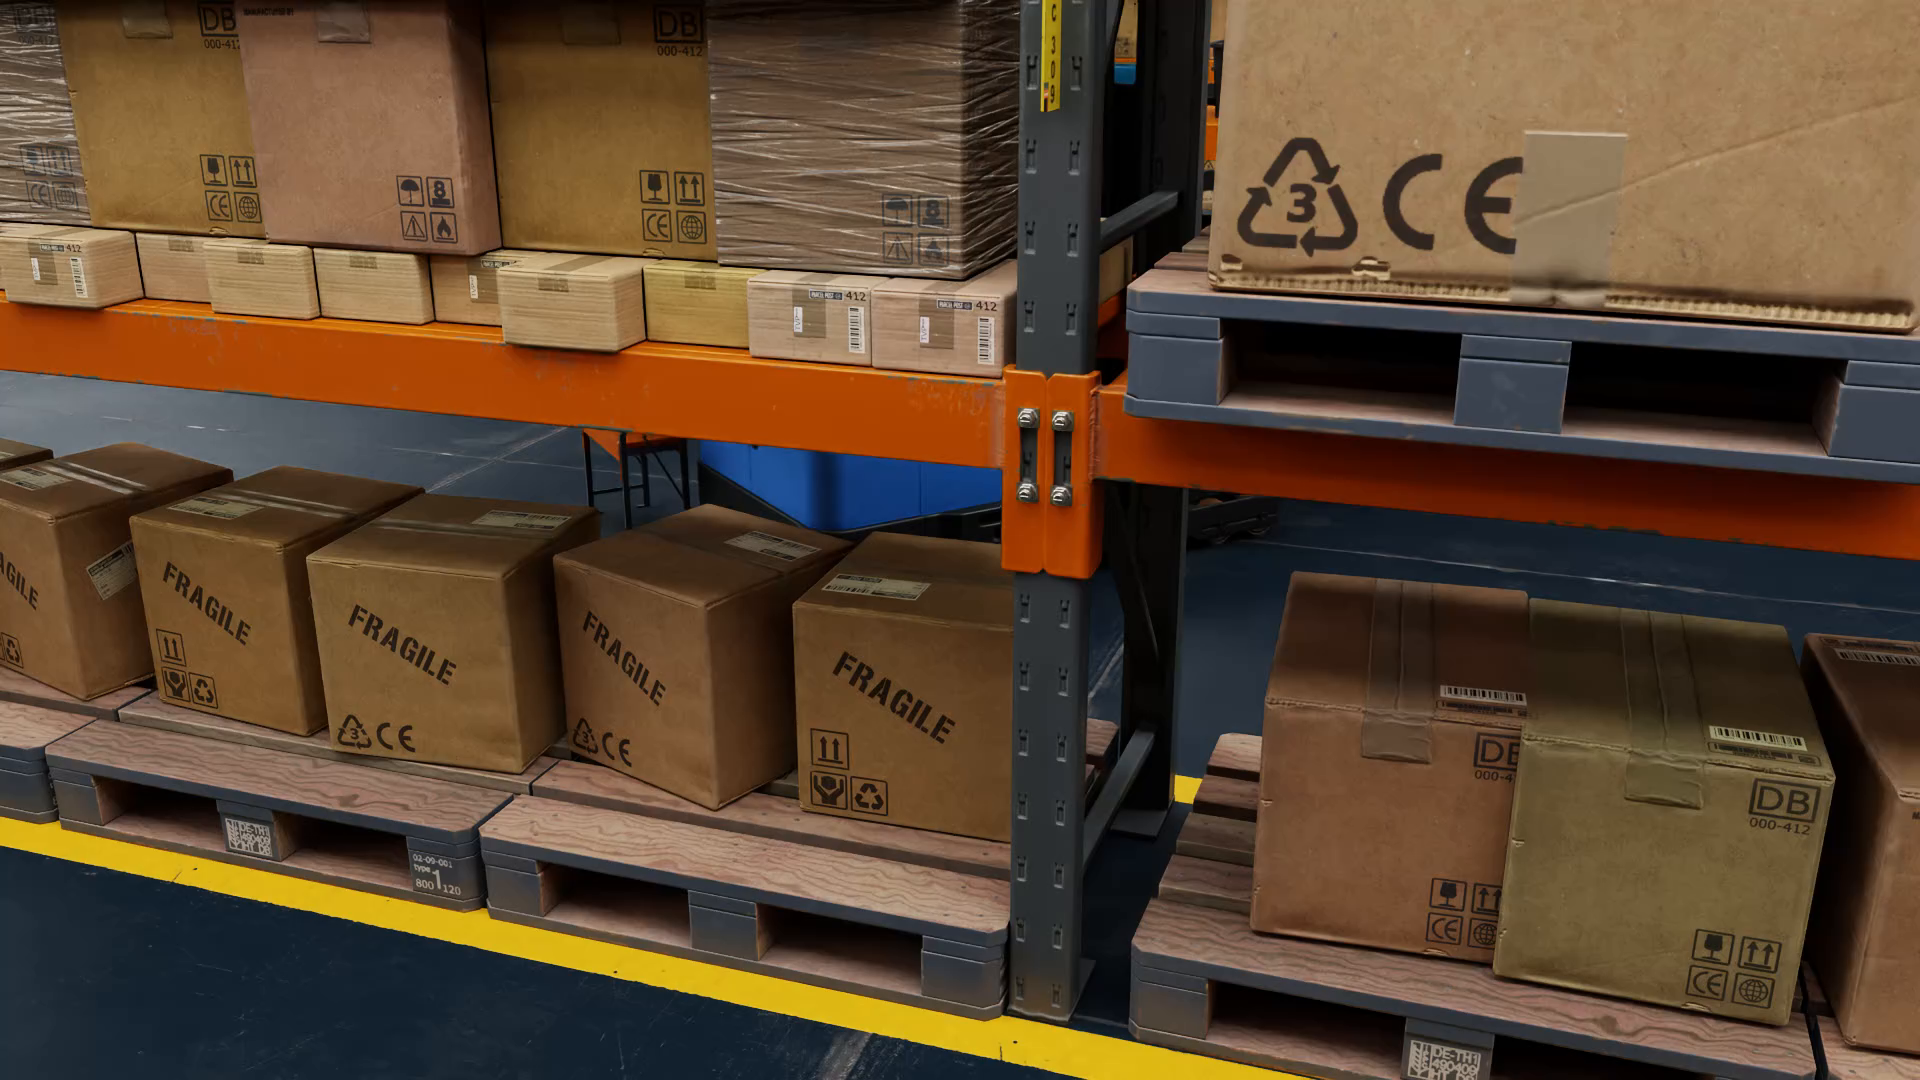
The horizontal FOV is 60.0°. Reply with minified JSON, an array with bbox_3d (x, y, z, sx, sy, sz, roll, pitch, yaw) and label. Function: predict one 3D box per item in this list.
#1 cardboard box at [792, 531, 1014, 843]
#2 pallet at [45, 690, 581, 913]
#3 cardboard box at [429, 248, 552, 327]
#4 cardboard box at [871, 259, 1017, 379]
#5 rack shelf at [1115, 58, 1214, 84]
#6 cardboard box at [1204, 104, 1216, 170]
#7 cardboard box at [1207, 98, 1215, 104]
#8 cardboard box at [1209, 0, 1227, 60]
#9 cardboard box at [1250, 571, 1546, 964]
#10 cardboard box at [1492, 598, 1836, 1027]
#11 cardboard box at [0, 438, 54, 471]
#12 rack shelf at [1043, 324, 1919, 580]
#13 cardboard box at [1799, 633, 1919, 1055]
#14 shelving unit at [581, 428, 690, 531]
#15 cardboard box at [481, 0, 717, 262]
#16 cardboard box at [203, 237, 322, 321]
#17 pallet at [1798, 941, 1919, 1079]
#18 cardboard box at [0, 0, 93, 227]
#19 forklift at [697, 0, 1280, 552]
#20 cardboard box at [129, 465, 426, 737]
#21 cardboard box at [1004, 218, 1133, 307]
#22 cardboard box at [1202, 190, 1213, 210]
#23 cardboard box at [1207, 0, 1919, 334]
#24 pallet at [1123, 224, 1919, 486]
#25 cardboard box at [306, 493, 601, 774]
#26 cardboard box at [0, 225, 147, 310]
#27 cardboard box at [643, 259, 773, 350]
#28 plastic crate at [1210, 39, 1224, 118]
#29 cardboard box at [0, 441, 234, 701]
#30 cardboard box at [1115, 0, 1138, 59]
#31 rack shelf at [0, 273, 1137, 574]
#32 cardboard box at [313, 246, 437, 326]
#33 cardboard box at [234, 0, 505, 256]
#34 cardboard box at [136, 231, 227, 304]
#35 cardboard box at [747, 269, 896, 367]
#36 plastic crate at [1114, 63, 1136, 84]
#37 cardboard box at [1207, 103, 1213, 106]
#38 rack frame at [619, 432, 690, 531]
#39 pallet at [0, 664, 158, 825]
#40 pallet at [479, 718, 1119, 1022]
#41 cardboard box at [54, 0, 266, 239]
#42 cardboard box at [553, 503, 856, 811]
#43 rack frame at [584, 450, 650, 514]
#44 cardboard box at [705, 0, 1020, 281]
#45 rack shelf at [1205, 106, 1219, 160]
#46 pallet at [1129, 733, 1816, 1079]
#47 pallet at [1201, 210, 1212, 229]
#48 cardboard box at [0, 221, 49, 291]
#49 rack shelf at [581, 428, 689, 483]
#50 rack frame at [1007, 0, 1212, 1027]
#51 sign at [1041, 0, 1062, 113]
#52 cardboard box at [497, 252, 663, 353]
[{"bbox_3d":[-0.046,0.315,3.775,0.500,0.500,0.500,6,20,16],"label":"cardboard box"},{"bbox_3d":[-1.484,0.513,4.285,1.213,0.211,1.003,7,20,18],"label":"pallet"},{"bbox_3d":[-0.896,-0.560,3.509,0.250,0.149,0.380,7,20,18],"label":"cardboard box"},{"bbox_3d":[0.019,-0.424,3.118,0.250,0.149,0.380,7,20,18],"label":"cardboard box"},{"bbox_3d":[1.683,-3.567,12.846,4.000,0.370,1.077,7,20,18],"label":"rack shelf"},{"bbox_3d":[2.121,-3.038,12.633,0.500,0.500,0.500,7,20,18],"label":"cardboard box"},{"bbox_3d":[1.820,-3.254,13.254,0.500,0.500,0.500,7,20,18],"label":"cardboard box"},{"bbox_3d":[2.179,-3.895,12.540,0.500,0.500,0.700,7,20,19],"label":"cardboard box"},{"bbox_3d":[0.891,0.434,3.402,0.500,0.500,0.700,5,20,14],"label":"cardboard box"},{"bbox_3d":[1.336,0.492,3.238,0.500,0.500,0.700,6,20,18],"label":"cardboard box"},{"bbox_3d":[-2.876,0.011,4.646,0.500,0.500,0.500,11,22,28],"label":"cardboard box"},{"bbox_3d":[2.208,-0.056,2.771,4.000,0.370,1.077,7,20,18],"label":"rack shelf"},{"bbox_3d":[1.864,0.552,3.065,0.500,0.500,0.700,5,20,13],"label":"cardboard box"},{"bbox_3d":[-1.197,-0.610,6.005,0.258,1.200,0.503,-10,22,-26],"label":"shelving unit"},{"bbox_3d":[-0.547,-0.932,3.588,0.500,0.500,0.875,7,20,18],"label":"cardboard box"},{"bbox_3d":[-1.393,-0.591,3.596,0.250,0.149,0.380,7,20,18],"label":"cardboard box"},{"bbox_3d":[2.210,0.920,3.115,1.213,0.211,1.003,7,20,18],"label":"pallet"},{"bbox_3d":[-1.980,-1.079,4.010,0.500,0.500,0.875,7,20,18],"label":"cardboard box"},{"bbox_3d":[0.583,-1.505,5.941,3.031,2.935,1.130,-11,22,-29],"label":"forklift"},{"bbox_3d":[-1.715,0.139,4.281,0.500,0.500,0.500,9,21,23],"label":"cardboard box"},{"bbox_3d":[0.214,-0.609,3.649,0.250,0.149,0.380,7,20,18],"label":"cardboard box"},{"bbox_3d":[2.117,-2.680,12.746,0.500,0.250,0.500,7,20,18],"label":"cardboard box"},{"bbox_3d":[1.023,-0.964,2.734,1.000,1.000,1.000,7,20,18],"label":"cardboard box"},{"bbox_3d":[0.993,-0.393,2.938,1.213,0.211,1.003,7,20,18],"label":"pallet"},{"bbox_3d":[-1.202,0.213,4.068,0.500,0.500,0.500,5,20,13],"label":"cardboard box"},{"bbox_3d":[-1.884,-0.628,3.701,0.250,0.149,0.380,7,20,18],"label":"cardboard box"},{"bbox_3d":[-0.431,-0.500,3.335,0.250,0.149,0.380,7,20,18],"label":"cardboard box"},{"bbox_3d":[1.491,-2.218,7.977,0.504,0.338,0.767,7,20,18],"label":"plastic crate"},{"bbox_3d":[-2.300,0.065,4.491,0.500,0.500,0.500,13,23,32],"label":"cardboard box"},{"bbox_3d":[1.196,-4.005,12.857,0.500,0.500,0.700,7,20,18],"label":"cardboard box"},{"bbox_3d":[-1.571,-0.488,4.011,4.000,0.370,1.077,7,20,18],"label":"rack shelf"},{"bbox_3d":[-1.146,-0.575,3.550,0.250,0.149,0.380,7,20,18],"label":"cardboard box"},{"bbox_3d":[-1.053,-0.954,3.653,0.500,0.500,0.875,7,20,18],"label":"cardboard box"},{"bbox_3d":[-1.604,-0.642,3.742,0.250,0.149,0.380,7,20,18],"label":"cardboard box"},{"bbox_3d":[-0.214,-0.454,3.204,0.250,0.149,0.380,7,20,18],"label":"cardboard box"},{"bbox_3d":[0.809,-2.116,7.816,0.616,0.251,0.499,7,20,18],"label":"plastic crate"},{"bbox_3d":[1.644,-3.087,12.776,0.500,0.500,0.500,7,20,18],"label":"cardboard box"},{"bbox_3d":[-1.083,-0.539,5.801,0.240,1.200,0.015,-10,22,-26],"label":"rack frame"},{"bbox_3d":[-2.633,0.380,4.664,1.213,0.211,1.003,7,20,18],"label":"pallet"},{"bbox_3d":[-0.328,0.644,3.908,1.213,0.211,1.003,7,20,18],"label":"pallet"},{"bbox_3d":[-1.511,-1.021,3.845,0.500,0.500,0.875,7,20,18],"label":"cardboard box"},{"bbox_3d":[-0.590,0.256,3.945,0.500,0.500,0.500,14,24,35],"label":"cardboard box"},{"bbox_3d":[-1.311,-0.681,6.208,0.240,1.200,0.015,-10,22,-26],"label":"rack frame"},{"bbox_3d":[-0.087,-0.867,3.402,0.500,0.500,0.875,7,20,18],"label":"cardboard box"},{"bbox_3d":[0.054,-2.028,8.429,4.000,0.370,1.077,7,20,18],"label":"rack shelf"},{"bbox_3d":[1.054,0.789,3.492,1.213,0.211,1.003,7,20,18],"label":"pallet"},{"bbox_3d":[1.679,-2.604,13.227,1.213,0.211,1.003,7,20,18],"label":"pallet"},{"bbox_3d":[-2.086,-0.687,3.871,0.250,0.149,0.380,7,20,18],"label":"cardboard box"},{"bbox_3d":[-1.197,-0.359,6.092,0.258,0.148,0.480,-10,22,-26],"label":"rack shelf"},{"bbox_3d":[0.318,-0.611,3.273,0.127,3.000,1.000,7,20,18],"label":"rack frame"},{"bbox_3d":[0.147,-0.851,2.644,0.005,0.325,0.100,7,20,18],"label":"sign"},{"bbox_3d":[-0.703,-0.492,3.314,0.250,0.149,0.380,7,20,18],"label":"cardboard box"}]
